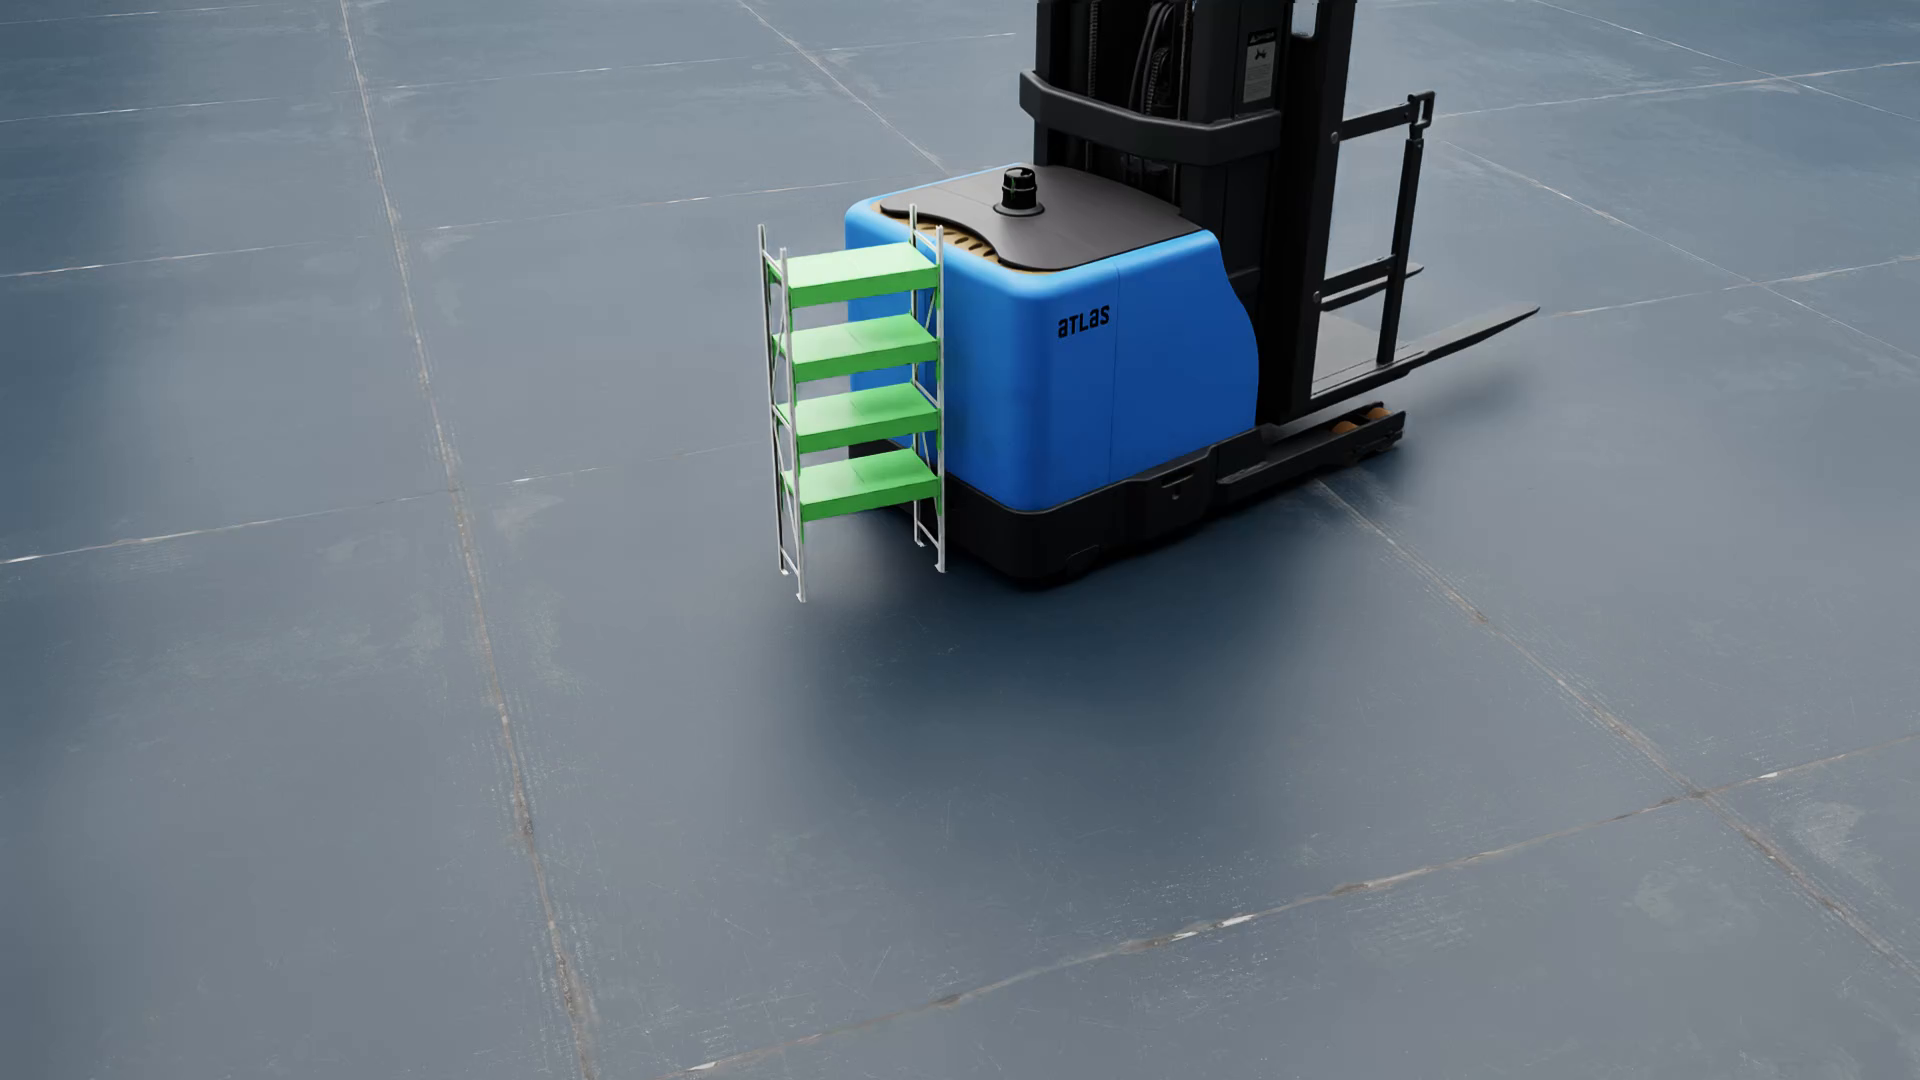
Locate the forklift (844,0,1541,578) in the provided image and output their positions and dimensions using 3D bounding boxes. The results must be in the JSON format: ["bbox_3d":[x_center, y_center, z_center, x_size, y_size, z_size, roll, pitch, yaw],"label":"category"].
[{"bbox_3d":[1.067,-1.734,5.832,3.031,2.935,1.130,-21,36,-33],"label":"forklift"}]

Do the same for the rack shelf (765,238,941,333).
[{"bbox_3d":[-0.328,-0.780,5.066,0.480,0.148,0.258,-12,32,-20],"label":"rack shelf"}]

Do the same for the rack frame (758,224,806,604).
[{"bbox_3d":[-0.553,-0.372,5.190,0.015,1.200,0.240,-12,32,-20],"label":"rack frame"}]

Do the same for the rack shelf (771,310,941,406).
[{"bbox_3d":[-0.328,-0.571,5.185,0.480,0.148,0.258,-12,32,-20],"label":"rack shelf"}]

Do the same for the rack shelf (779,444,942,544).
[{"bbox_3d":[-0.328,-0.154,5.423,0.480,0.148,0.258,-12,32,-20],"label":"rack shelf"}]

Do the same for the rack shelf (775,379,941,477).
[{"bbox_3d":[-0.328,-0.363,5.304,0.480,0.148,0.258,-12,32,-20],"label":"rack shelf"}]

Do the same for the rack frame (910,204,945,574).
[{"bbox_3d":[-0.103,-0.465,5.354,0.015,1.200,0.240,-12,32,-20],"label":"rack frame"}]

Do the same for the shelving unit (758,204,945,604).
[{"bbox_3d":[-0.328,-0.418,5.272,0.503,1.200,0.258,-12,32,-20],"label":"shelving unit"}]
